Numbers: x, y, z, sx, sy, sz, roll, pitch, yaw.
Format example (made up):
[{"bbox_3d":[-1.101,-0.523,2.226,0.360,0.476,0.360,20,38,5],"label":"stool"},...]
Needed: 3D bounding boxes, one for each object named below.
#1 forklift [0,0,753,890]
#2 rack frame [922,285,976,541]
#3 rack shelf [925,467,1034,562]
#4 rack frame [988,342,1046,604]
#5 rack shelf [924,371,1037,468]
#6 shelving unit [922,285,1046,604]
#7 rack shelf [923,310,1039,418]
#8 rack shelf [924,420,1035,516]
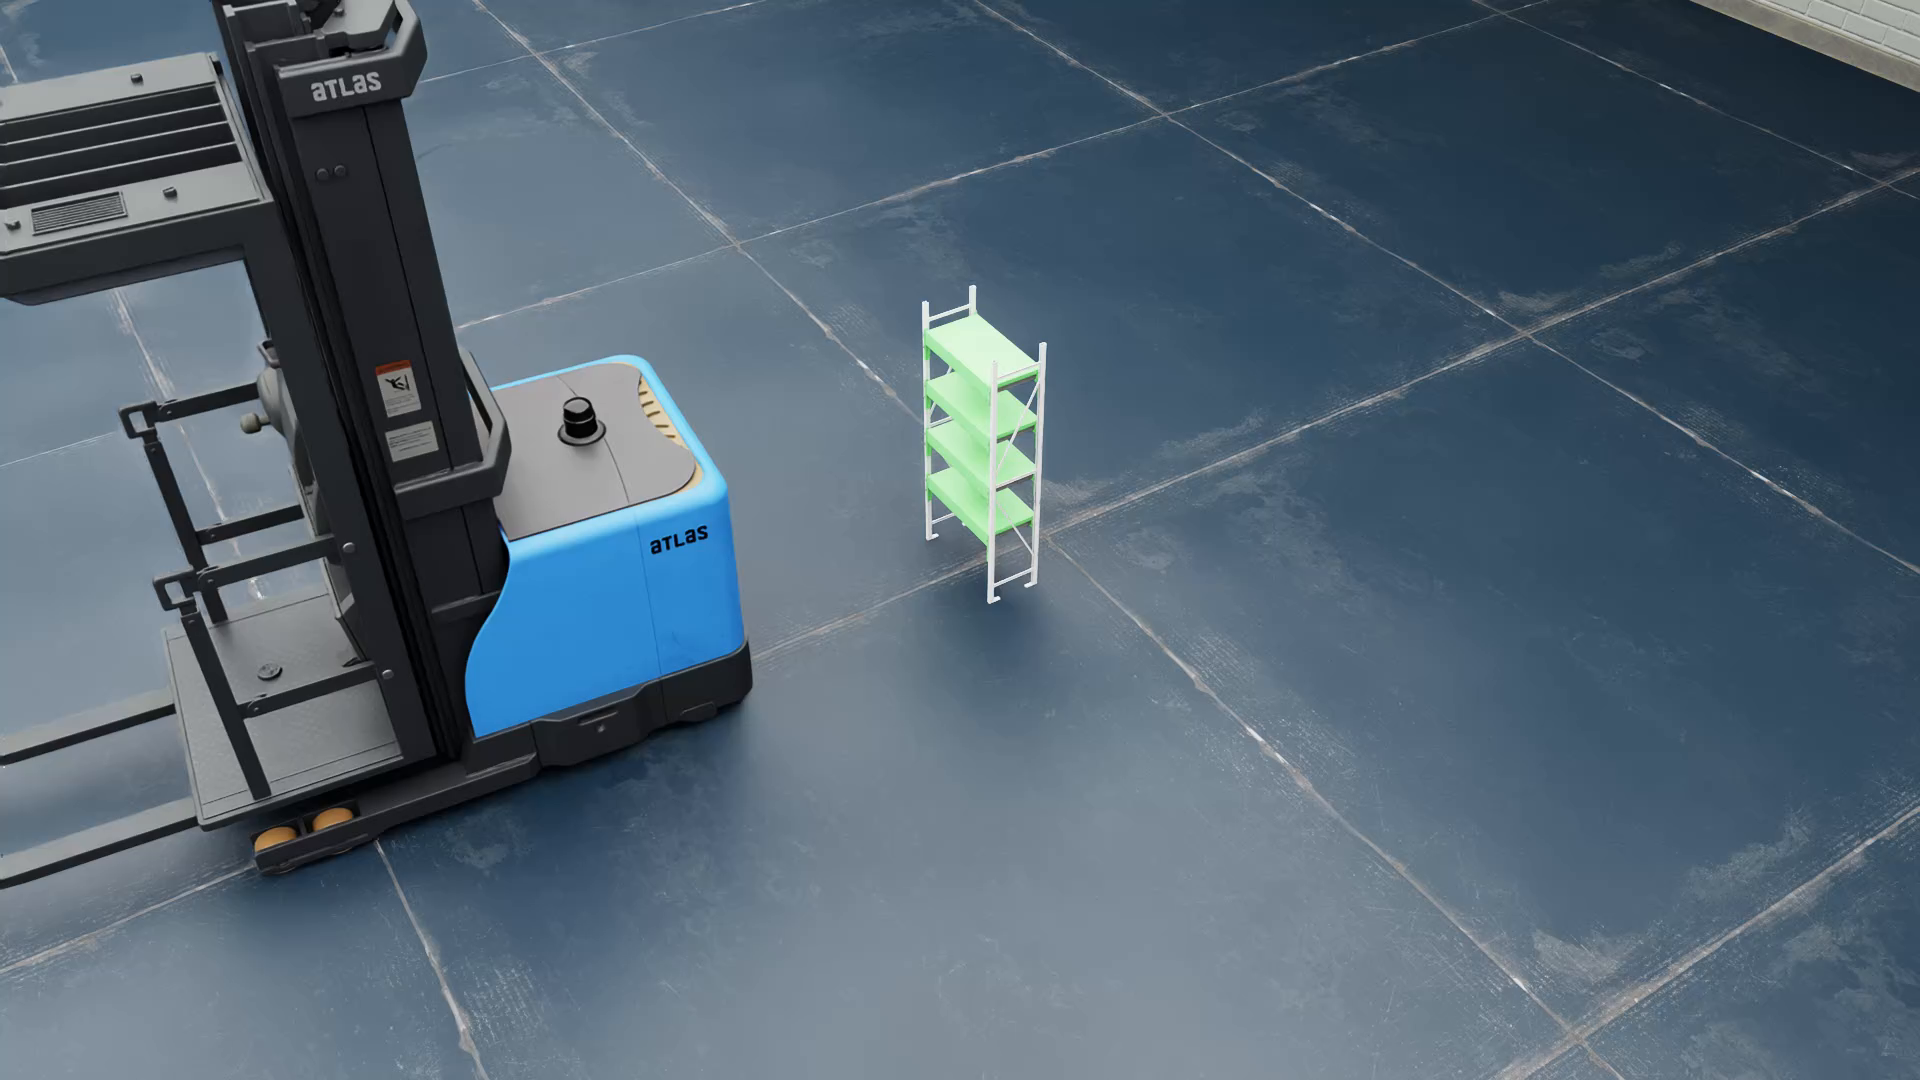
[{"bbox_3d":[-2.357,-0.343,5.372,3.031,2.935,1.130,-18,43,-20],"label":"forklift"},{"bbox_3d":[-0.042,-0.503,6.917,0.240,1.200,0.015,-22,45,-24],"label":"rack frame"},{"bbox_3d":[0.089,-0.138,6.953,0.258,0.148,0.480,-22,45,-24],"label":"rack shelf"},{"bbox_3d":[0.220,-0.240,6.601,0.240,1.200,0.015,-22,45,-24],"label":"rack frame"},{"bbox_3d":[0.089,-0.507,6.646,0.258,0.148,0.480,-22,45,-24],"label":"rack shelf"},{"bbox_3d":[0.089,-0.372,6.759,0.258,1.200,0.503,-22,45,-24],"label":"shelving unit"},{"bbox_3d":[0.089,-0.691,6.492,0.258,0.148,0.480,-22,45,-24],"label":"rack shelf"},{"bbox_3d":[0.089,-0.323,6.800,0.258,0.148,0.480,-22,45,-24],"label":"rack shelf"}]
